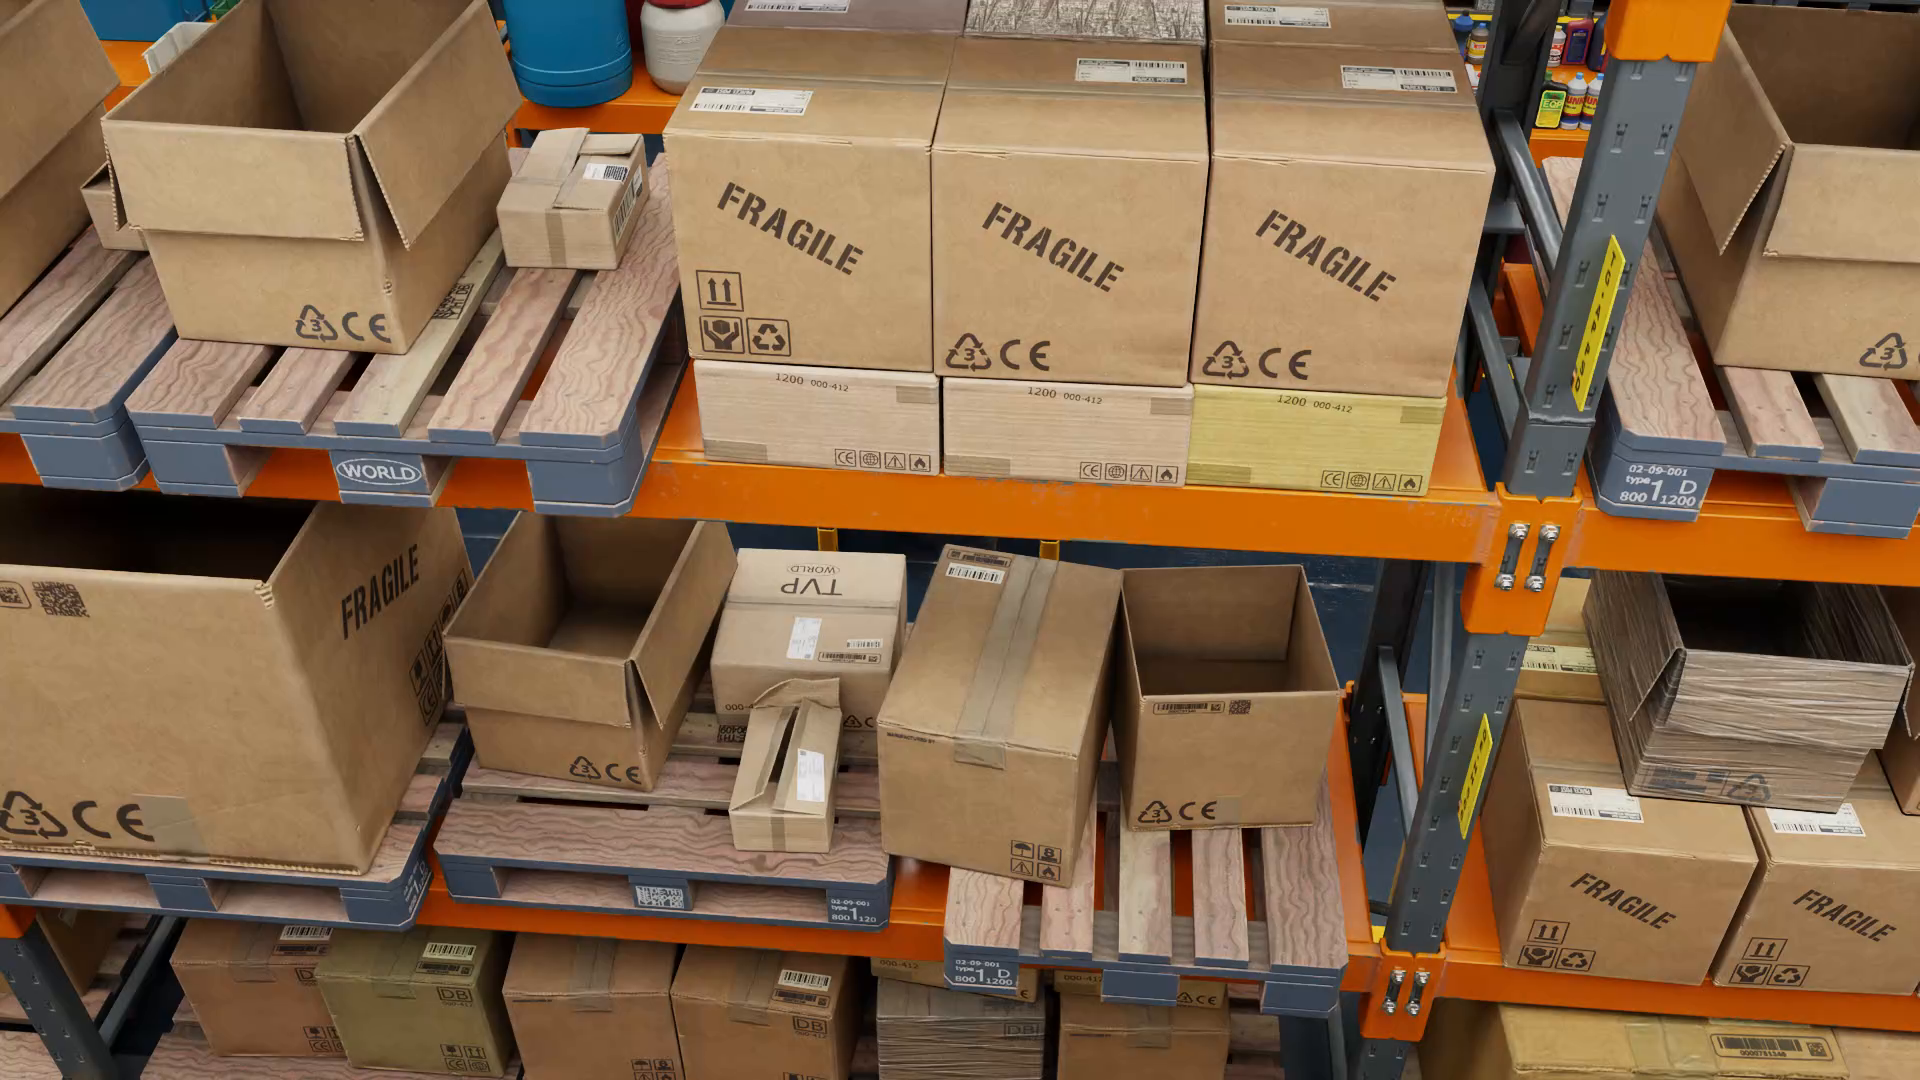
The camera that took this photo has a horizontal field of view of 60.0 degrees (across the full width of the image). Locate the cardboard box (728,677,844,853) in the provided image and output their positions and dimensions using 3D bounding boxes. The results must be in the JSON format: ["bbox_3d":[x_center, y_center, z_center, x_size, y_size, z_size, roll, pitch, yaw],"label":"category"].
[{"bbox_3d":[-0.458,0.592,4.420,0.258,0.266,0.396,2,39,3],"label":"cardboard box"}]

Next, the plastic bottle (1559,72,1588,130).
[{"bbox_3d":[2.994,-2.146,8.112,0.097,0.271,0.097,0,39,0],"label":"plastic bottle"}]

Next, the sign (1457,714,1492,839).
[{"bbox_3d":[1.189,0.548,3.847,0.005,0.325,0.100,3,39,4],"label":"sign"}]

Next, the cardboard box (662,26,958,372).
[{"bbox_3d":[-0.274,-0.698,3.380,0.500,0.500,0.500,4,39,5],"label":"cardboard box"}]

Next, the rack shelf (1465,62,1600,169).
[{"bbox_3d":[3.646,-2.103,8.527,4.000,0.370,1.077,3,39,4],"label":"rack shelf"}]

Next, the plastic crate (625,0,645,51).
[{"bbox_3d":[-1.823,-2.900,8.886,0.583,0.464,0.402,3,39,4],"label":"plastic crate"}]

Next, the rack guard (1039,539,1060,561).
[{"bbox_3d":[0.420,-0.074,7.643,0.087,0.250,0.587,3,39,4],"label":"rack guard"}]

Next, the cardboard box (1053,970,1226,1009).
[{"bbox_3d":[0.556,1.114,5.042,0.500,0.250,0.500,5,39,6],"label":"cardboard box"}]

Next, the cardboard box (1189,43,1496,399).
[{"bbox_3d":[0.729,-0.641,3.309,0.500,0.500,0.500,4,39,5],"label":"cardboard box"}]

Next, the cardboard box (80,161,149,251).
[{"bbox_3d":[-1.814,-0.880,3.852,0.258,0.266,0.396,4,39,5],"label":"cardboard box"}]

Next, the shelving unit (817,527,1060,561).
[{"bbox_3d":[-0.076,-0.586,7.282,1.083,1.500,0.587,3,39,4],"label":"shelving unit"}]

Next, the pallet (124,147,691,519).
[{"bbox_3d":[-1.119,-0.529,3.796,1.003,0.211,1.213,3,39,4],"label":"pallet"}]

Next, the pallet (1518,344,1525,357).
[{"bbox_3d":[3.655,-1.325,9.210,1.213,0.211,1.003,3,39,4],"label":"pallet"}]

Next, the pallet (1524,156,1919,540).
[{"bbox_3d":[1.872,-0.464,3.718,1.003,0.211,1.213,5,39,6],"label":"pallet"}]

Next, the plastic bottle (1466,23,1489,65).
[{"bbox_3d":[2.728,-2.614,8.743,0.097,0.201,0.097,0,39,0],"label":"plastic bottle"}]

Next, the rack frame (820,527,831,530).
[{"bbox_3d":[-0.591,-0.614,7.316,0.032,1.500,0.500,3,39,4],"label":"rack frame"}]

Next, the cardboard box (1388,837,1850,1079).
[{"bbox_3d":[1.912,1.336,5.083,0.875,0.875,1.225,1,39,2],"label":"cardboard box"}]

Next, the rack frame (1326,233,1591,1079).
[{"bbox_3d":[1.226,0.624,4.607,0.127,3.000,1.000,3,39,4],"label":"rack frame"}]

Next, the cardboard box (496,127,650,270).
[{"bbox_3d":[-0.882,-0.790,3.821,0.250,0.166,0.380,2,39,3],"label":"cardboard box"}]

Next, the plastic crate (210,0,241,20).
[{"bbox_3d":[-3.659,-2.878,9.078,0.662,0.188,0.450,3,39,4],"label":"plastic crate"}]

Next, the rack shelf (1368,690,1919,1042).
[{"bbox_3d":[3.219,1.012,4.700,4.000,0.370,1.077,3,39,4],"label":"rack shelf"}]

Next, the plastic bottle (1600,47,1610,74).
[{"bbox_3d":[3.404,-2.529,8.573,0.133,0.283,0.061,3,39,4],"label":"plastic bottle"}]

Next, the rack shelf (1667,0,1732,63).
[{"bbox_3d":[3.219,-1.160,2.933,4.000,0.370,1.077,3,39,4],"label":"rack shelf"}]

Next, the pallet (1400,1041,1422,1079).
[{"bbox_3d":[2.005,1.796,5.376,1.213,0.211,1.003,3,39,4],"label":"pallet"}]

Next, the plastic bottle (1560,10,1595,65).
[{"bbox_3d":[3.232,-2.630,8.697,0.133,0.283,0.061,3,39,4],"label":"plastic bottle"}]

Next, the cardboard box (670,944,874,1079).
[{"bbox_3d":[-0.562,1.350,5.347,0.500,0.500,0.700,6,40,8],"label":"cardboard box"}]

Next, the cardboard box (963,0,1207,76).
[{"bbox_3d":[0.275,-0.989,3.738,0.500,0.500,0.500,3,39,4],"label":"cardboard box"}]

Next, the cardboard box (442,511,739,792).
[{"bbox_3d":[-1.024,0.240,4.665,0.637,0.503,0.797,7,40,8],"label":"cardboard box"}]

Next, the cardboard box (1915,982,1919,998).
[{"bbox_3d":[2.712,0.835,4.268,0.500,0.500,0.500,2,39,3],"label":"cardboard box"}]

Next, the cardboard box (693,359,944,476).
[{"bbox_3d":[-0.264,-0.400,3.608,0.500,0.250,0.500,4,39,5],"label":"cardboard box"}]

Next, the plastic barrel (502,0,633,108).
[{"bbox_3d":[-1.973,-2.692,8.284,0.708,0.901,0.600,3,39,4],"label":"plastic barrel"}]

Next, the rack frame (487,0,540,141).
[{"bbox_3d":[-2.331,-2.709,8.702,0.127,3.000,1.000,3,39,4],"label":"rack frame"}]

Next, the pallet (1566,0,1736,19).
[{"bbox_3d":[5.256,-4.327,12.899,1.213,0.211,1.003,3,39,4],"label":"pallet"}]

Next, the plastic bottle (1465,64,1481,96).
[{"bbox_3d":[2.518,-2.191,8.164,0.135,0.276,0.152,3,39,4],"label":"plastic bottle"}]

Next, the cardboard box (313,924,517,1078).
[{"bbox_3d":[-1.675,1.290,5.421,0.500,0.500,0.700,3,39,4],"label":"cardboard box"}]

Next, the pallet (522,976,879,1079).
[{"bbox_3d":[-0.764,1.594,5.624,1.213,0.211,1.003,3,39,4],"label":"pallet"}]

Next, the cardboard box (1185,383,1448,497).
[{"bbox_3d":[0.732,-0.353,3.550,0.500,0.250,0.500,3,39,4],"label":"cardboard box"}]

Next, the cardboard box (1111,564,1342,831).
[{"bbox_3d":[0.685,0.418,4.448,0.500,0.500,0.500,-1,39,-2],"label":"cardboard box"}]

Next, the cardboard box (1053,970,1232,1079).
[{"bbox_3d":[0.557,1.399,5.287,0.500,0.500,0.700,1,39,1],"label":"cardboard box"}]

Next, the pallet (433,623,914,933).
[{"bbox_3d":[-0.749,0.616,4.768,1.213,0.211,1.003,3,39,4],"label":"pallet"}]

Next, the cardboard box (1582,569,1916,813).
[{"bbox_3d":[1.953,0.246,4.197,0.637,0.503,0.797,4,39,5],"label":"cardboard box"}]

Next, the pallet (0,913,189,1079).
[{"bbox_3d":[-3.431,1.473,5.773,1.213,0.211,1.003,3,39,4],"label":"pallet"}]

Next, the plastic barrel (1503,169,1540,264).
[{"bbox_3d":[3.268,-1.641,8.968,0.708,0.588,0.600,3,39,4],"label":"plastic barrel"}]

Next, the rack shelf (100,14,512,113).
[{"bbox_3d":[-4.324,-2.539,9.063,4.000,0.370,1.077,3,39,4],"label":"rack shelf"}]

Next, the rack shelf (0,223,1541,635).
[{"bbox_3d":[-0.766,-0.369,4.021,4.000,0.370,1.077,3,39,4],"label":"rack shelf"}]

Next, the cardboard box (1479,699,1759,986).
[{"bbox_3d":[1.687,0.783,4.333,0.500,0.500,0.500,4,39,5],"label":"cardboard box"}]

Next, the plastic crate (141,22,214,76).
[{"bbox_3d":[-3.971,-2.536,8.698,0.437,0.136,0.530,3,39,4],"label":"plastic crate"}]
